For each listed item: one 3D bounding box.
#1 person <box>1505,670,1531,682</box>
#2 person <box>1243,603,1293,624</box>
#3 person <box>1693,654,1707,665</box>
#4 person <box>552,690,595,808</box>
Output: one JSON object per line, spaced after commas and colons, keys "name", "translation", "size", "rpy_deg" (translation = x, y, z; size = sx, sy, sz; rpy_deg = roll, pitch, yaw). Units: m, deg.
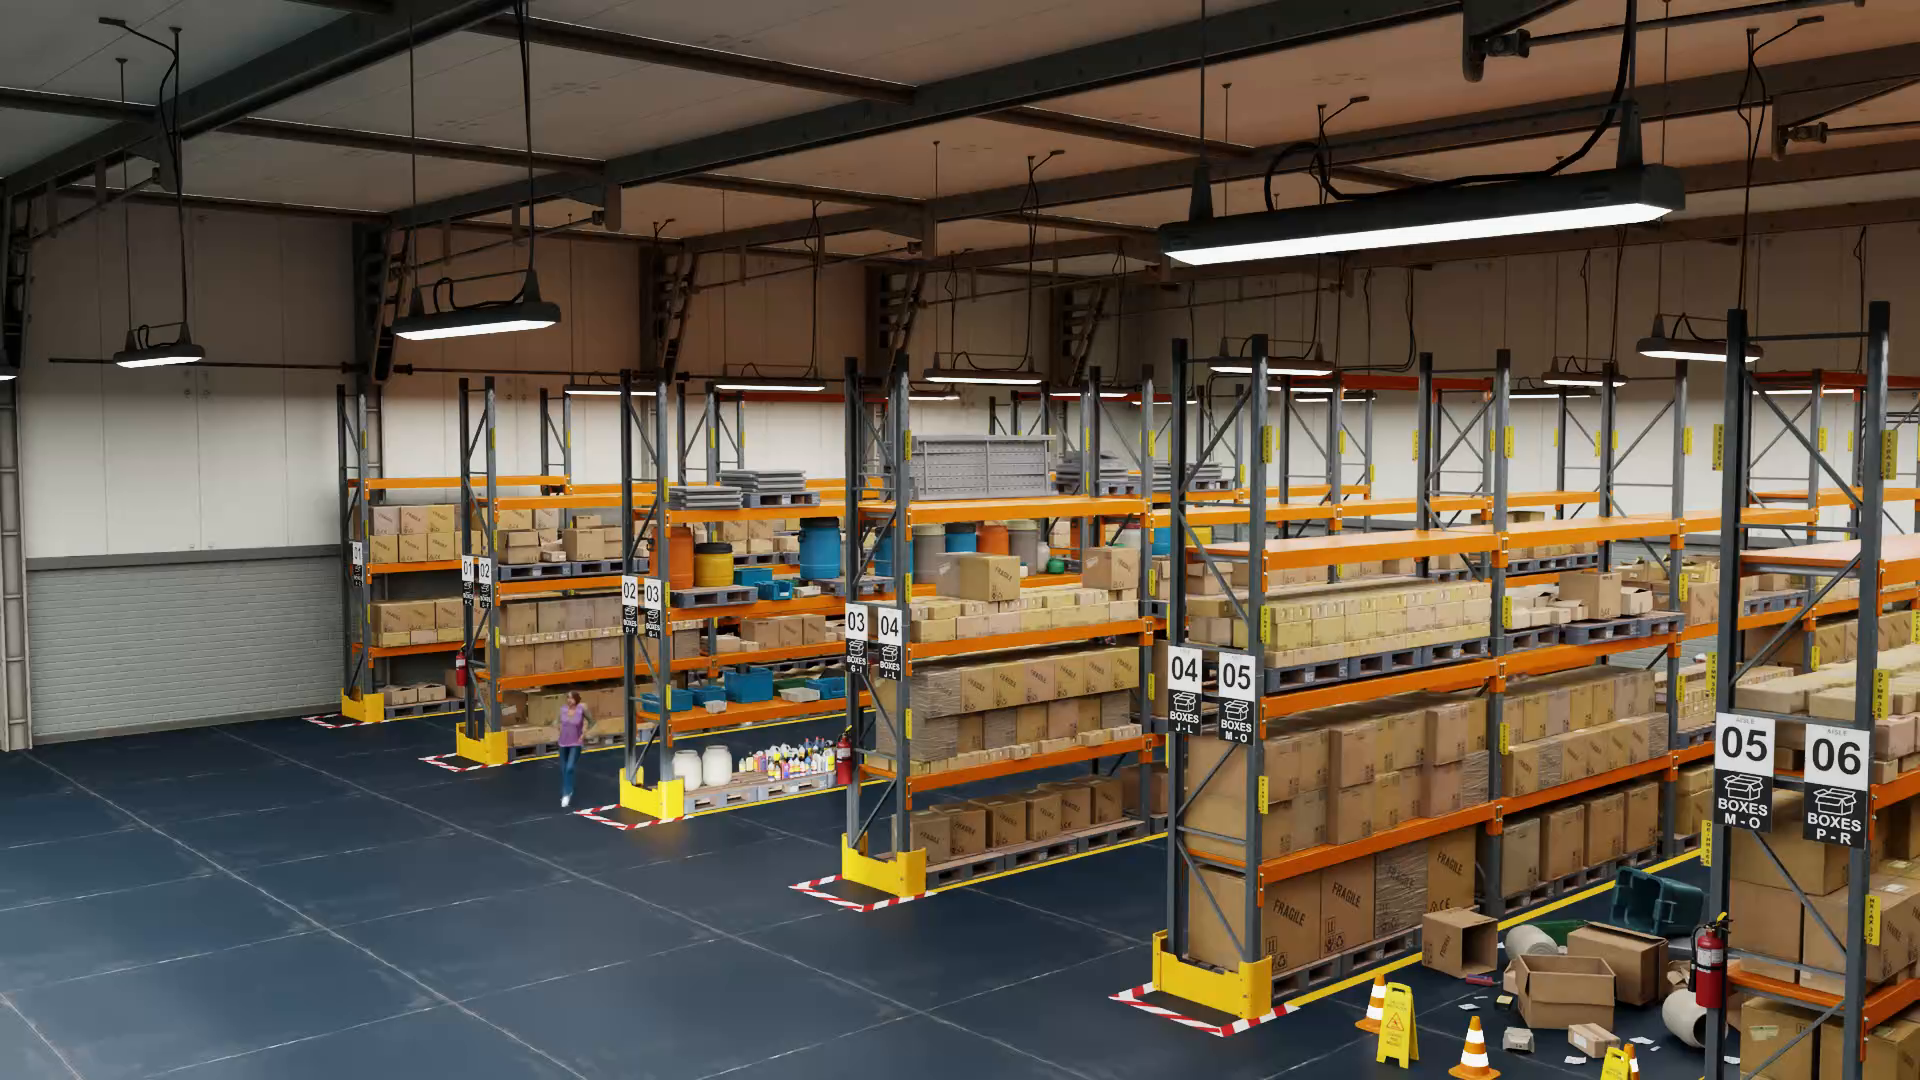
{"name": "person", "translation": [8.244, 2.753, 24.558], "size": [0.681, 1.640, 0.903], "rpy_deg": [3, 5, 43]}
{"name": "person", "translation": [10.319, 2.092, 19.430], "size": [17.362, 3.609, 4.178], "rpy_deg": [-3, 5, -43]}
{"name": "person", "translation": [11.313, 2.616, 25.545], "size": [0.589, 1.740, 0.654], "rpy_deg": [-4, 5, -44]}
{"name": "person", "translation": [-5.352, 2.873, 22.963], "size": [0.536, 1.631, 0.686], "rpy_deg": [1, 4, 8]}
